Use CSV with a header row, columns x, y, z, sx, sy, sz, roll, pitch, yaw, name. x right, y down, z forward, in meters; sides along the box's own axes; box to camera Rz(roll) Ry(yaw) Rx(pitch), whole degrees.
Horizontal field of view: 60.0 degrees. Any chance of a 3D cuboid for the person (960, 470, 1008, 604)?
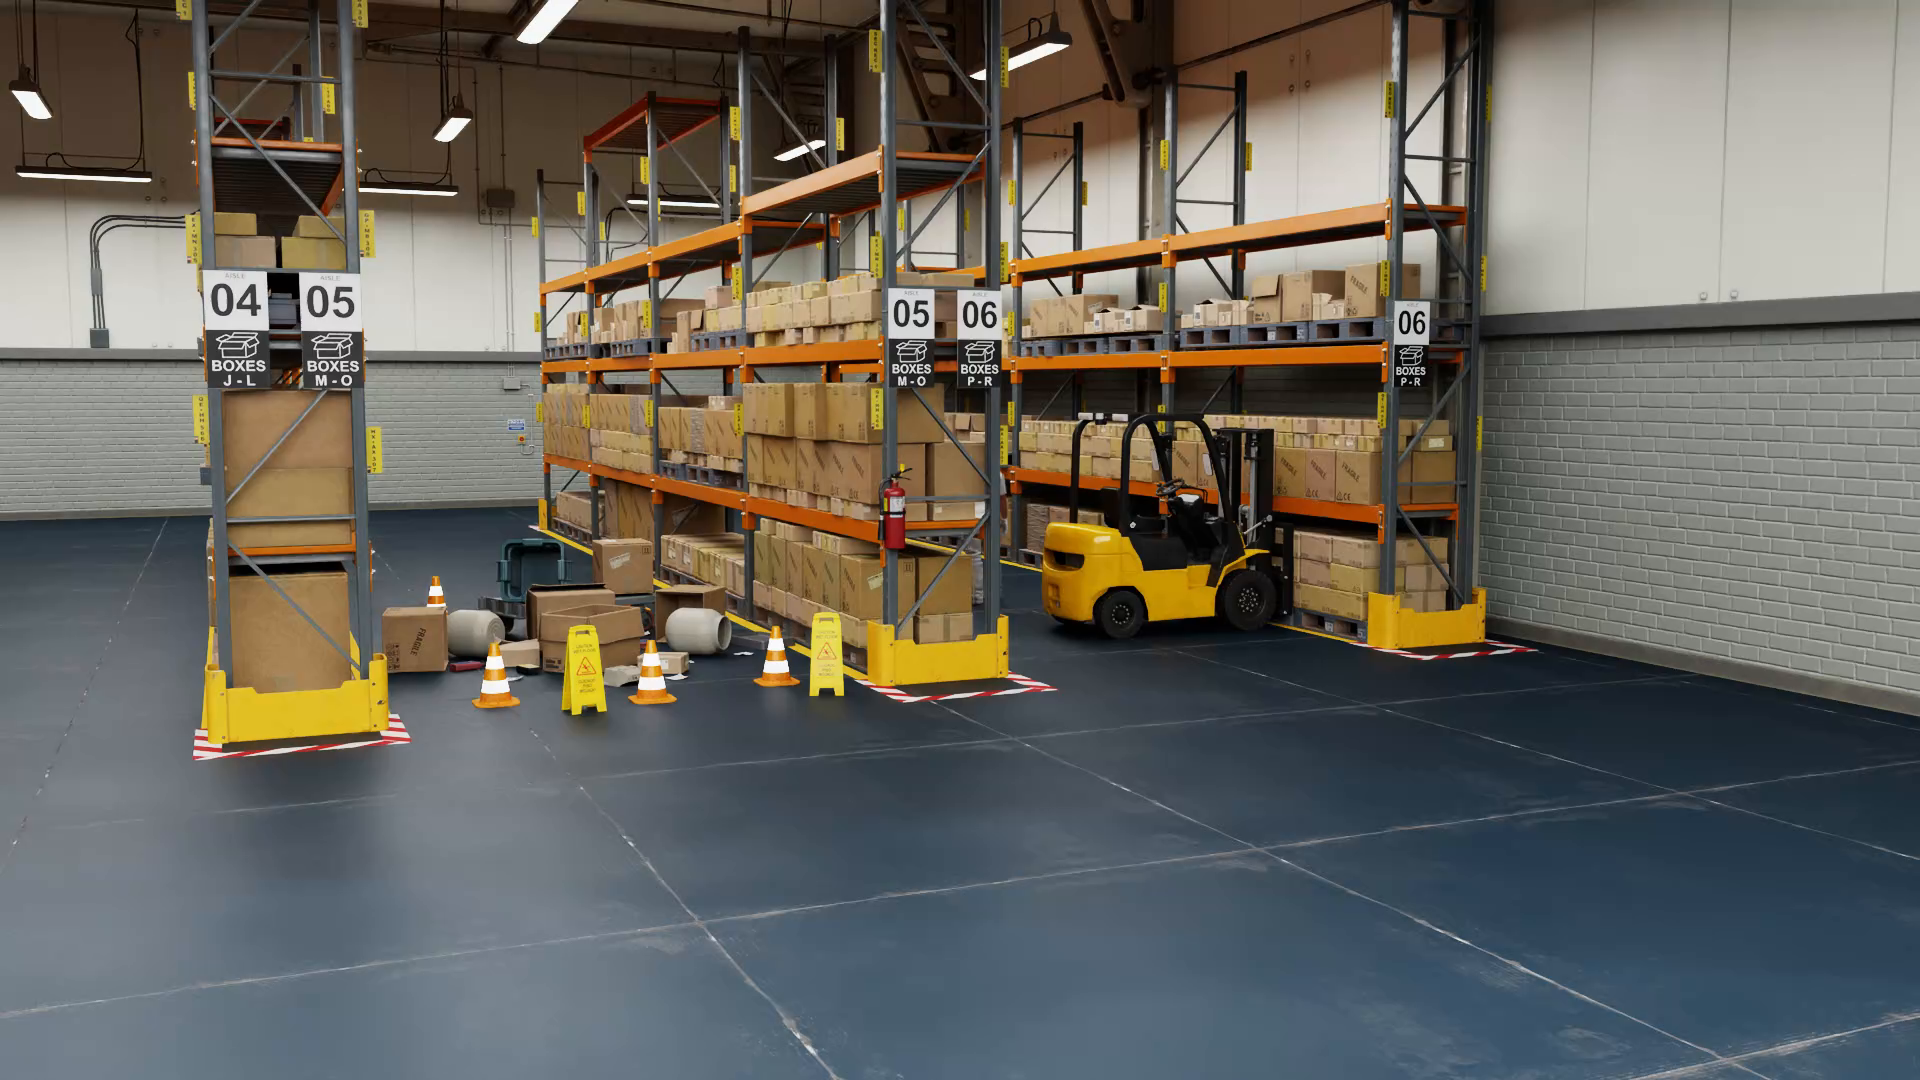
x,y,z,sx,sy,sz,roll,pitch,yaw,name
0.214,-0.194,18.613,0.584,1.791,0.546,-2,6,-24,person
